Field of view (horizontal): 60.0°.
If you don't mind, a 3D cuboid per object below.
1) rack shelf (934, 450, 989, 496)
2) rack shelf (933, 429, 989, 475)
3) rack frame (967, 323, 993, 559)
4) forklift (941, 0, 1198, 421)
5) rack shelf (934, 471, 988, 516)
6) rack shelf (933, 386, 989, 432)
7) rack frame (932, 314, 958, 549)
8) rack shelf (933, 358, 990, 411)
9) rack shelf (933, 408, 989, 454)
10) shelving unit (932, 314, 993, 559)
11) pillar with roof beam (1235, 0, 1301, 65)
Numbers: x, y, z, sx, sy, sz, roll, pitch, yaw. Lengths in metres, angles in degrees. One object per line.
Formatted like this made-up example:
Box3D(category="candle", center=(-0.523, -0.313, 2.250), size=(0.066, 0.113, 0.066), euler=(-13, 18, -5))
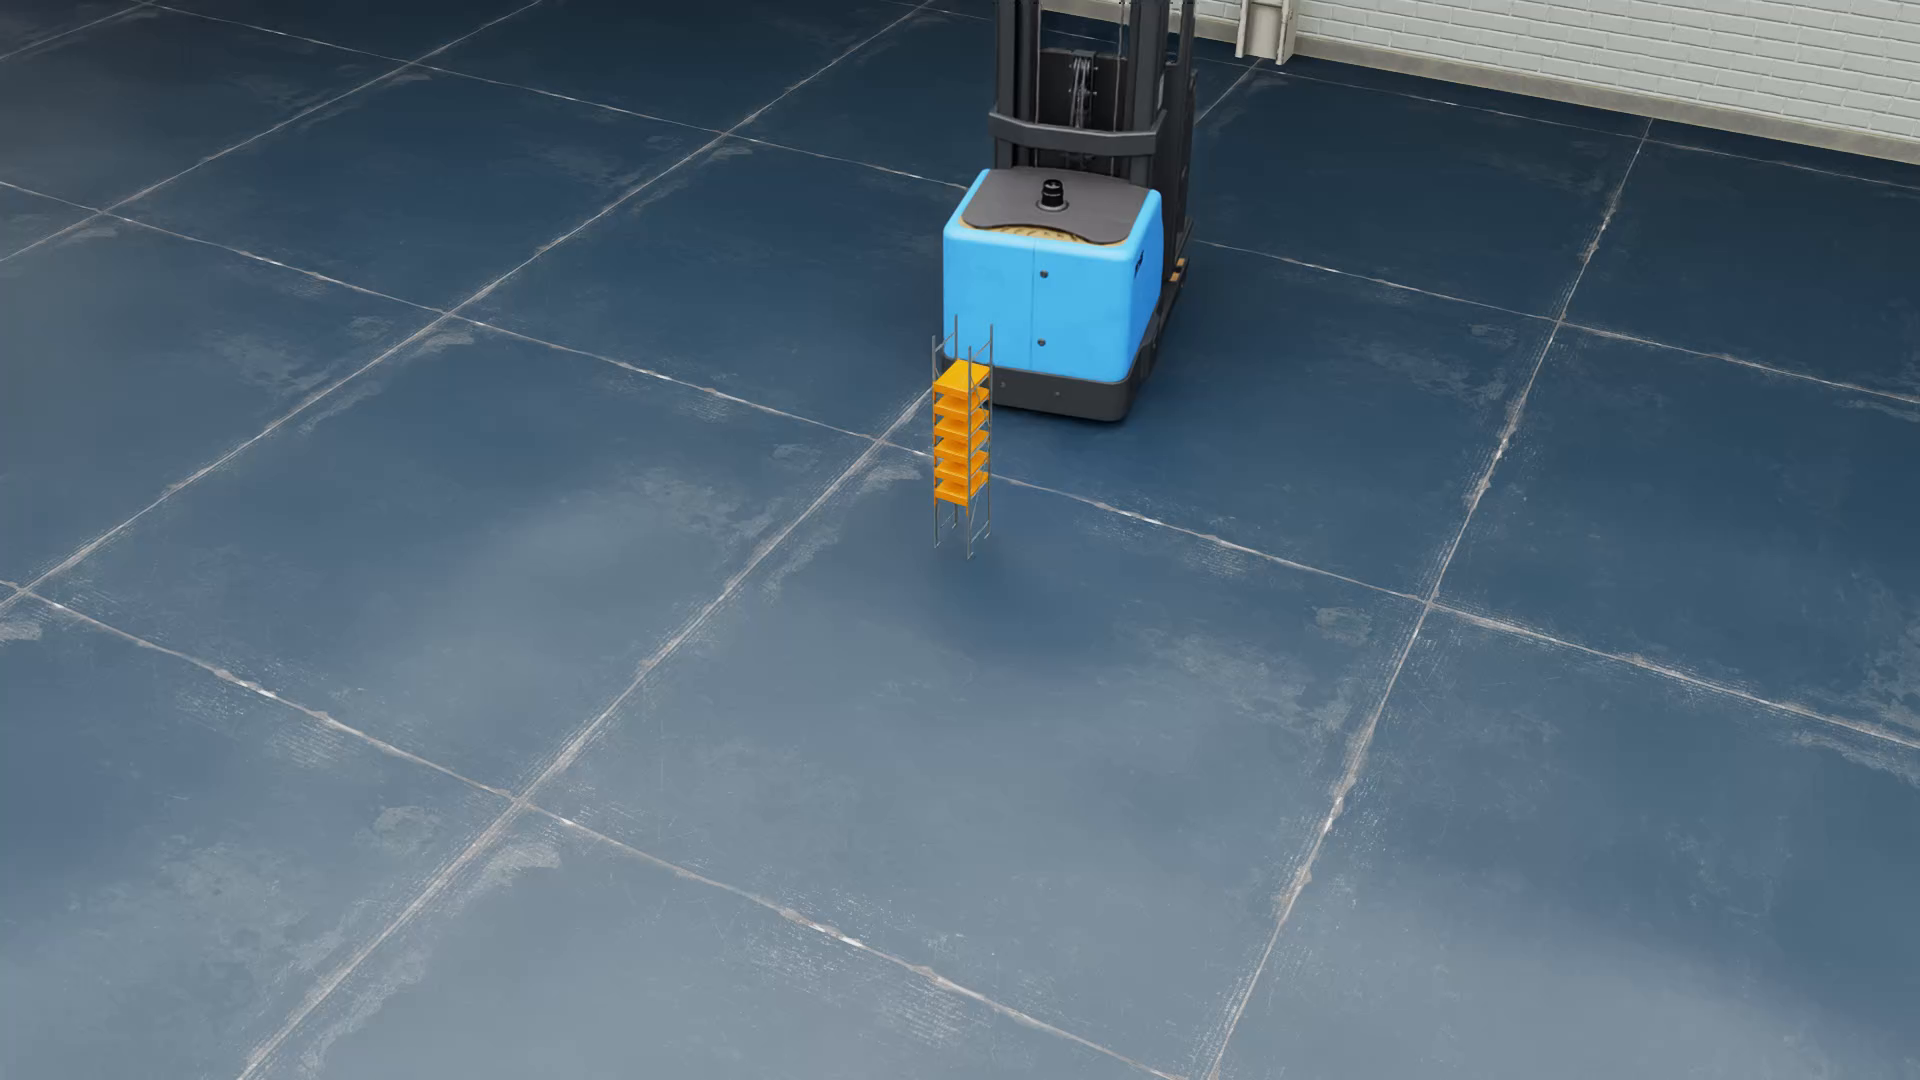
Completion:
Box3D(category="rack shelf", center=(0.013, -0.343, 8.001), size=(0.180, 0.103, 0.258), euler=(17, 41, 21))
Box3D(category="rack shelf", center=(0.013, -0.438, 7.929), size=(0.180, 0.103, 0.258), euler=(17, 41, 21))
Box3D(category="rack frame", center=(0.094, -0.448, 7.868), size=(0.006, 1.200, 0.240), euler=(17, 41, 21))
Box3D(category="forklift", center=(0.799, -2.704, 9.408), size=(1.130, 2.935, 3.031), euler=(10, 38, 13))
Box3D(category="rack shelf", center=(0.013, -0.247, 8.074), size=(0.180, 0.103, 0.258), euler=(17, 41, 21))
Box3D(category="rack shelf", center=(0.013, -0.630, 7.783), size=(0.180, 0.103, 0.258), euler=(17, 41, 21))
Box3D(category="rack frame", center=(-0.068, -0.499, 7.935), size=(0.006, 1.200, 0.240), euler=(17, 41, 21))
Box3D(category="rack shelf", center=(0.013, -0.725, 7.711), size=(0.180, 0.103, 0.258), euler=(17, 41, 21))
Box3D(category="rack shelf", center=(0.013, -0.534, 7.856), size=(0.180, 0.103, 0.258), euler=(17, 41, 21))
Box3D(category="shelving unit", center=(0.013, -0.474, 7.902), size=(0.189, 1.200, 0.258), euler=(17, 41, 21))
Box3D(category="pillar with roof beam", center=(0.483, -5.199, 7.676), size=(0.400, 9.000, 9.100), euler=(17, 41, 21))
